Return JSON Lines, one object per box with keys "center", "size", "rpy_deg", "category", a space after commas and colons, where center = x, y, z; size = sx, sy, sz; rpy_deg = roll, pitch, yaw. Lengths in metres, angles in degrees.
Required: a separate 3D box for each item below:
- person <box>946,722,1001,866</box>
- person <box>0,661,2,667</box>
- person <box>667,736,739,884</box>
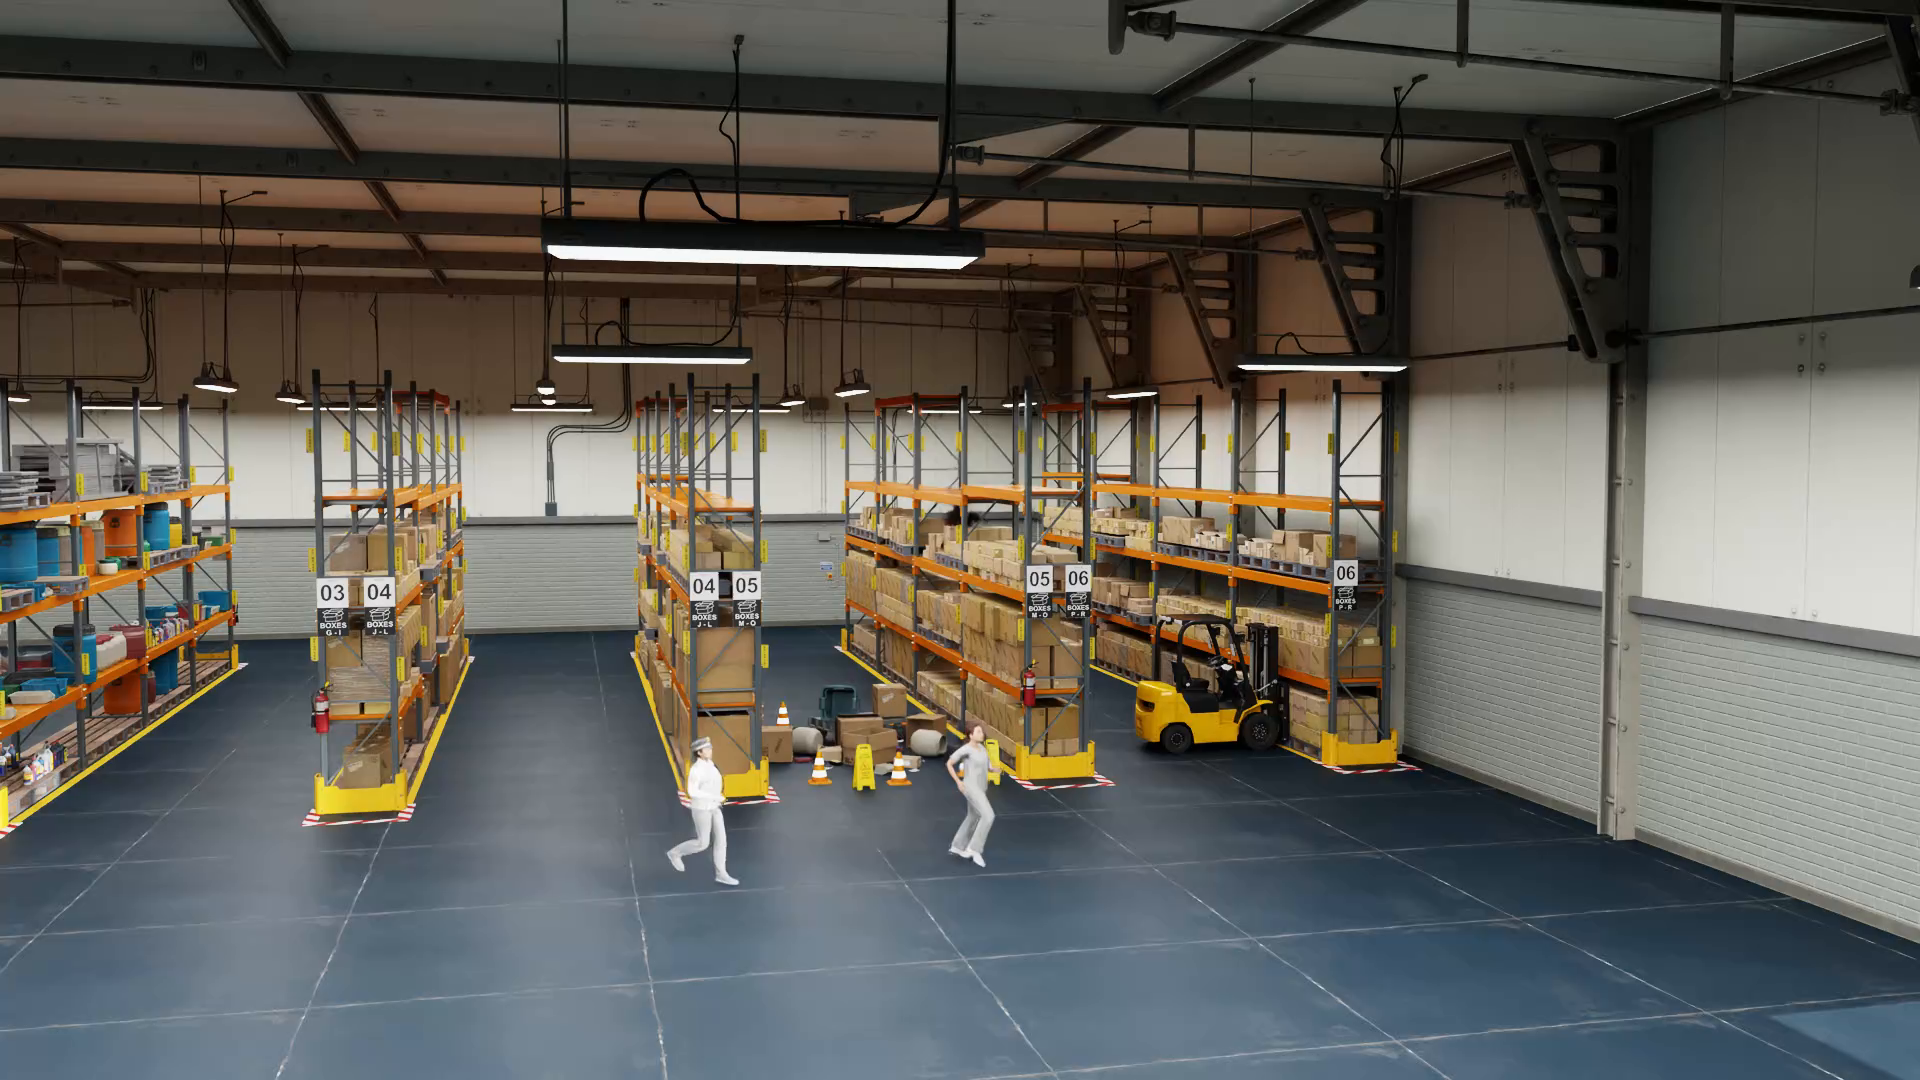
{"center": [0.176, 3.022, 19.843], "size": [0.715, 1.697, 0.536], "rpy_deg": [2, 4, 29], "category": "person"}
{"center": [-16.446, 2.474, 27.805], "size": [0.676, 1.797, 0.896], "rpy_deg": [-1, 4, -21], "category": "person"}
{"center": [-2.914, 3.064, 18.931], "size": [0.870, 1.681, 0.614], "rpy_deg": [1, 3, 19], "category": "person"}
